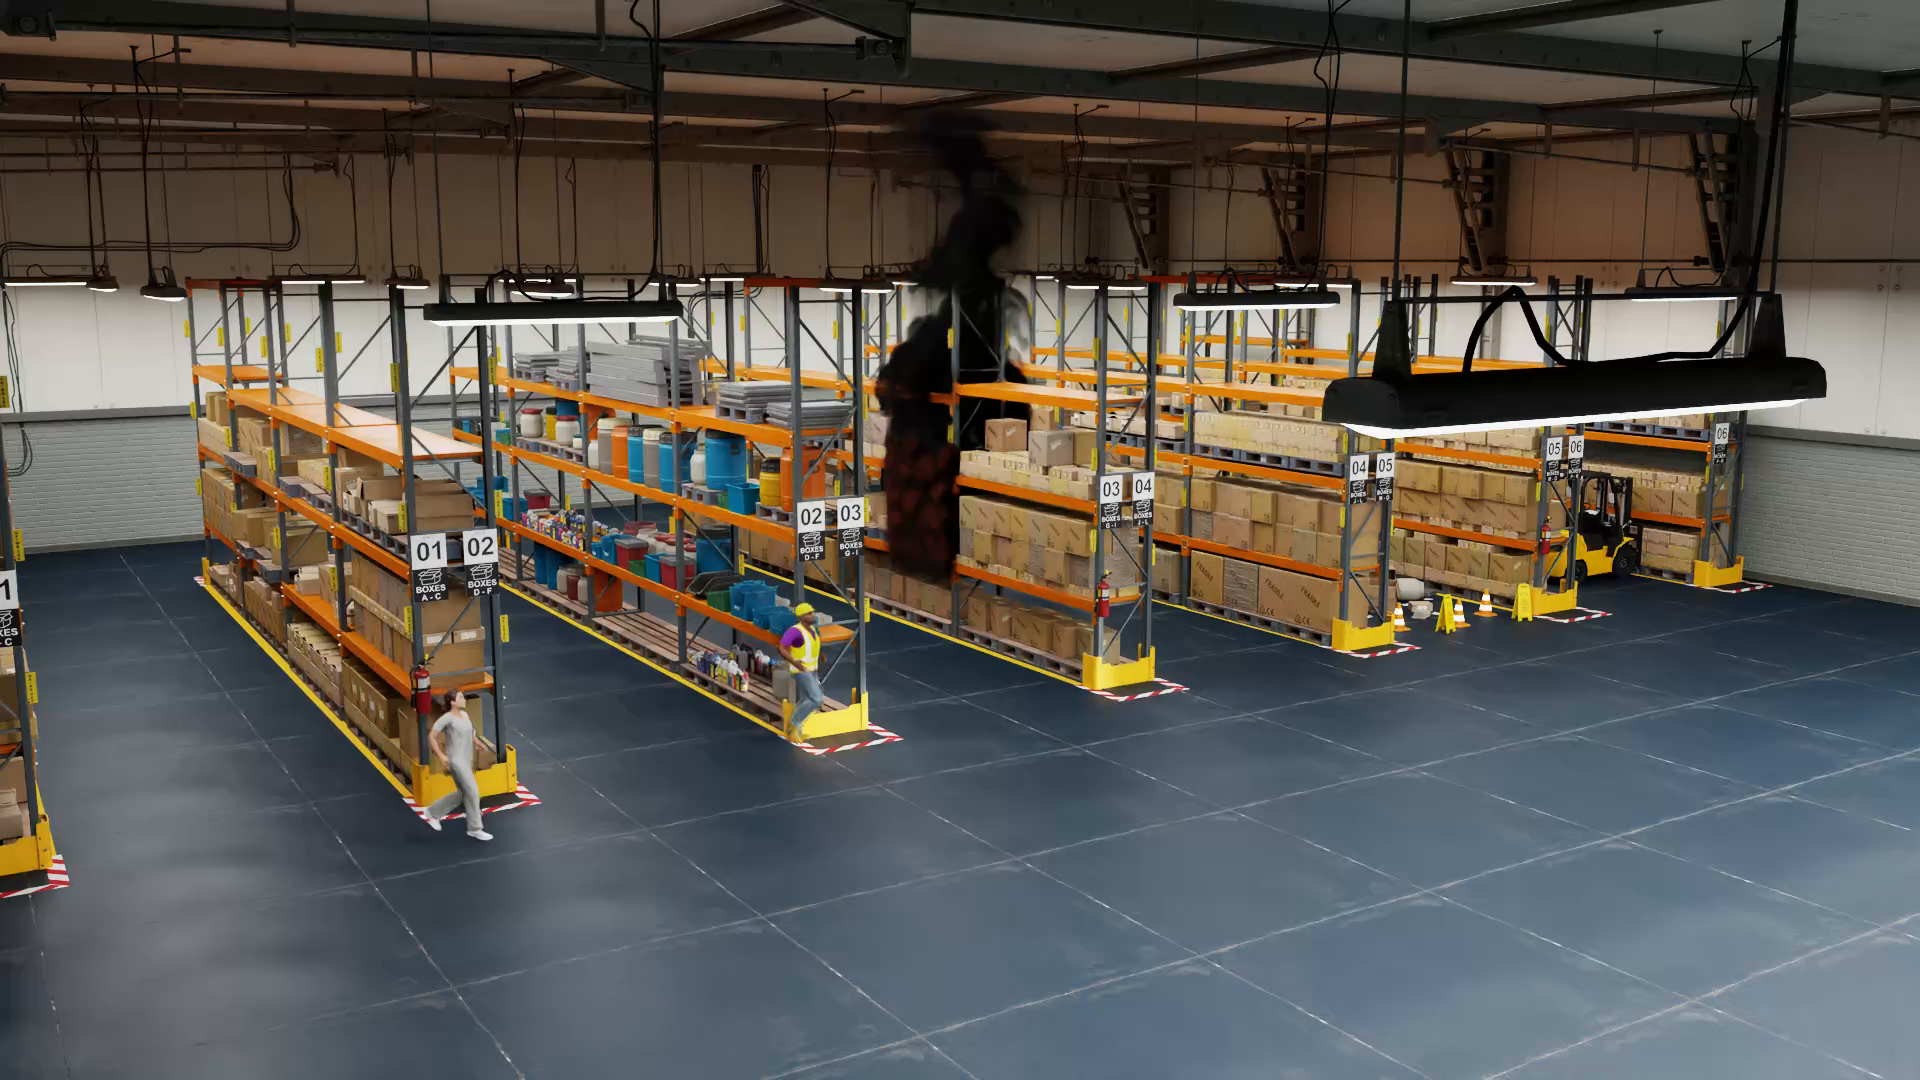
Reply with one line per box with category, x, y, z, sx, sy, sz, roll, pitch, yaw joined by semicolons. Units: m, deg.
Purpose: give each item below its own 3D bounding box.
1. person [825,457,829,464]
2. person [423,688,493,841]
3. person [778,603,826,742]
person;-3.396;-1.313;40.741;0.746;1.706;0.597;3;10;15
person;-5.547;2.464;18.431;0.826;1.660;0.604;2;10;11
person;-1.950;1.679;21.152;0.501;1.766;0.734;3;10;19
